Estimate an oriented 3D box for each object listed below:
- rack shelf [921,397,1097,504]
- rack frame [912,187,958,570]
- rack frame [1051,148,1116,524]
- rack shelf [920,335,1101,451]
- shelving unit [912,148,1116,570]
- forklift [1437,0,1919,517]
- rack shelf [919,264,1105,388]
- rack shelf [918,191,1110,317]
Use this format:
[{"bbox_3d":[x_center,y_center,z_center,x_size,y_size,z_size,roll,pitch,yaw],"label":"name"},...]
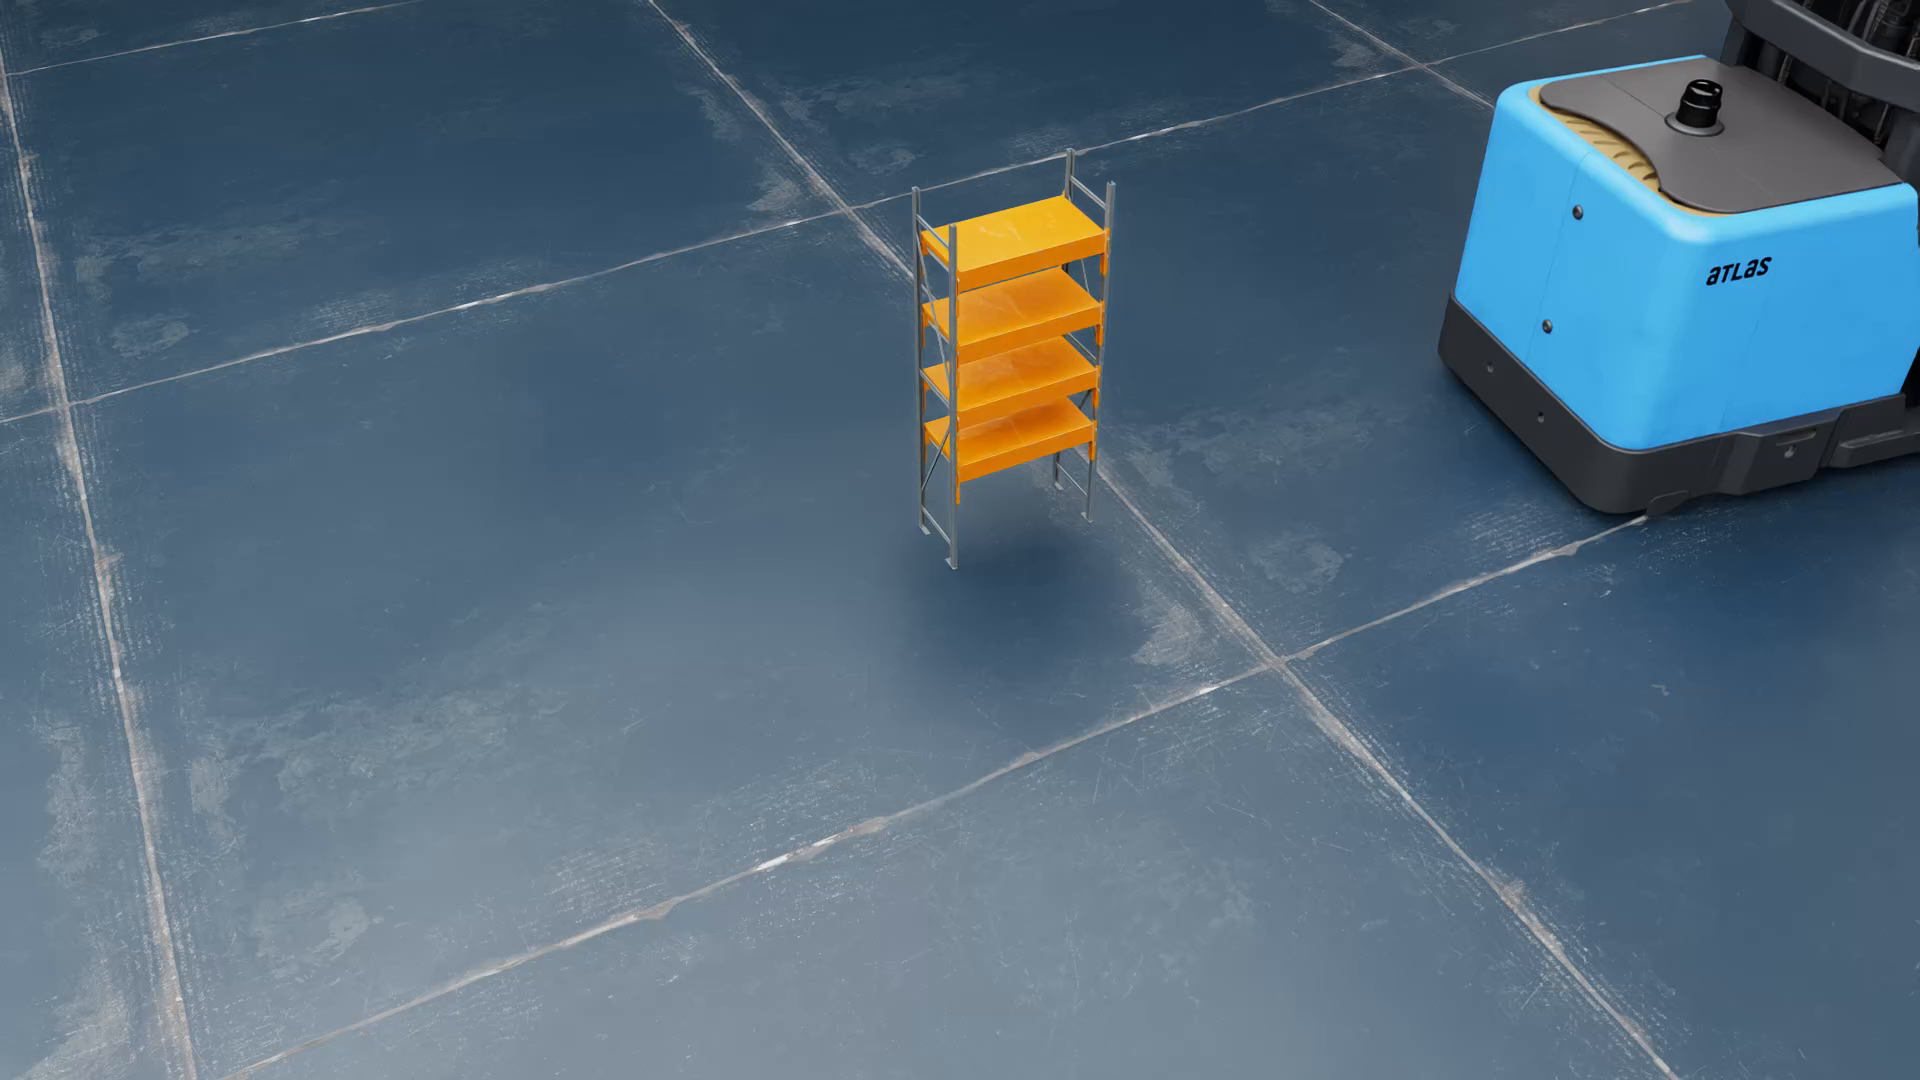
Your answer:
[{"bbox_3d":[0.147,-0.304,5.092,0.480,0.148,0.258,-19,44,-21],"label":"rack shelf"},{"bbox_3d":[-0.070,-0.435,4.835,0.015,1.200,0.240,-19,44,-21],"label":"rack frame"},{"bbox_3d":[0.363,-0.580,5.007,0.015,1.200,0.240,-19,44,-21],"label":"rack frame"},{"bbox_3d":[0.147,-0.456,4.964,0.480,0.148,0.258,-19,44,-21],"label":"rack shelf"},{"bbox_3d":[0.147,-0.507,4.921,0.503,1.200,0.258,-19,44,-21],"label":"shelving unit"},{"bbox_3d":[3.277,-1.756,5.056,3.031,2.935,1.130,-12,42,-14],"label":"forklift"},{"bbox_3d":[0.147,-0.627,4.820,0.480,0.148,0.258,-19,44,-21],"label":"rack shelf"},{"bbox_3d":[0.147,-0.807,4.667,0.480,0.148,0.258,-19,44,-21],"label":"rack shelf"}]
